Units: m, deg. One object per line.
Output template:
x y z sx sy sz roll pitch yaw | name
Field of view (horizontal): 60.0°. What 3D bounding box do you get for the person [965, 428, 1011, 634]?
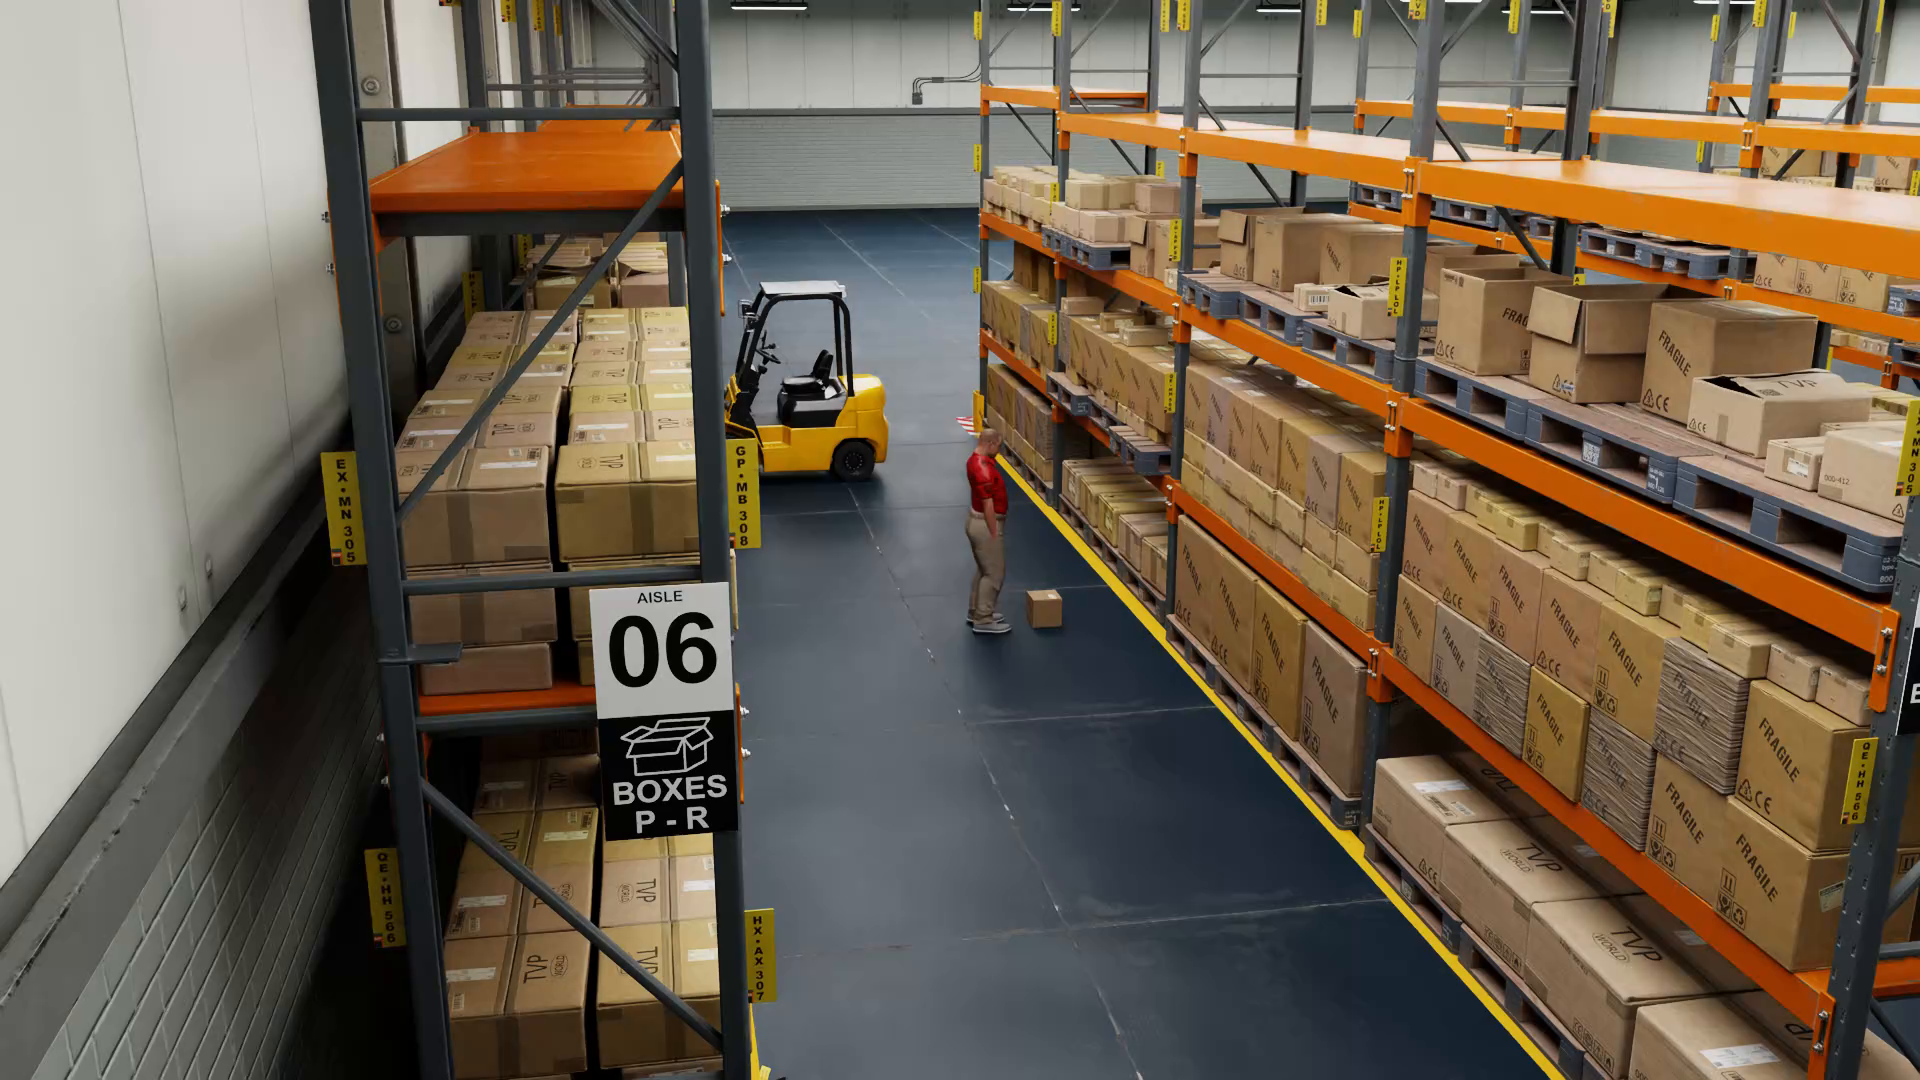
0.226 -0.091 13.911 0.357 1.717 0.534 -3 16 -9 | person
